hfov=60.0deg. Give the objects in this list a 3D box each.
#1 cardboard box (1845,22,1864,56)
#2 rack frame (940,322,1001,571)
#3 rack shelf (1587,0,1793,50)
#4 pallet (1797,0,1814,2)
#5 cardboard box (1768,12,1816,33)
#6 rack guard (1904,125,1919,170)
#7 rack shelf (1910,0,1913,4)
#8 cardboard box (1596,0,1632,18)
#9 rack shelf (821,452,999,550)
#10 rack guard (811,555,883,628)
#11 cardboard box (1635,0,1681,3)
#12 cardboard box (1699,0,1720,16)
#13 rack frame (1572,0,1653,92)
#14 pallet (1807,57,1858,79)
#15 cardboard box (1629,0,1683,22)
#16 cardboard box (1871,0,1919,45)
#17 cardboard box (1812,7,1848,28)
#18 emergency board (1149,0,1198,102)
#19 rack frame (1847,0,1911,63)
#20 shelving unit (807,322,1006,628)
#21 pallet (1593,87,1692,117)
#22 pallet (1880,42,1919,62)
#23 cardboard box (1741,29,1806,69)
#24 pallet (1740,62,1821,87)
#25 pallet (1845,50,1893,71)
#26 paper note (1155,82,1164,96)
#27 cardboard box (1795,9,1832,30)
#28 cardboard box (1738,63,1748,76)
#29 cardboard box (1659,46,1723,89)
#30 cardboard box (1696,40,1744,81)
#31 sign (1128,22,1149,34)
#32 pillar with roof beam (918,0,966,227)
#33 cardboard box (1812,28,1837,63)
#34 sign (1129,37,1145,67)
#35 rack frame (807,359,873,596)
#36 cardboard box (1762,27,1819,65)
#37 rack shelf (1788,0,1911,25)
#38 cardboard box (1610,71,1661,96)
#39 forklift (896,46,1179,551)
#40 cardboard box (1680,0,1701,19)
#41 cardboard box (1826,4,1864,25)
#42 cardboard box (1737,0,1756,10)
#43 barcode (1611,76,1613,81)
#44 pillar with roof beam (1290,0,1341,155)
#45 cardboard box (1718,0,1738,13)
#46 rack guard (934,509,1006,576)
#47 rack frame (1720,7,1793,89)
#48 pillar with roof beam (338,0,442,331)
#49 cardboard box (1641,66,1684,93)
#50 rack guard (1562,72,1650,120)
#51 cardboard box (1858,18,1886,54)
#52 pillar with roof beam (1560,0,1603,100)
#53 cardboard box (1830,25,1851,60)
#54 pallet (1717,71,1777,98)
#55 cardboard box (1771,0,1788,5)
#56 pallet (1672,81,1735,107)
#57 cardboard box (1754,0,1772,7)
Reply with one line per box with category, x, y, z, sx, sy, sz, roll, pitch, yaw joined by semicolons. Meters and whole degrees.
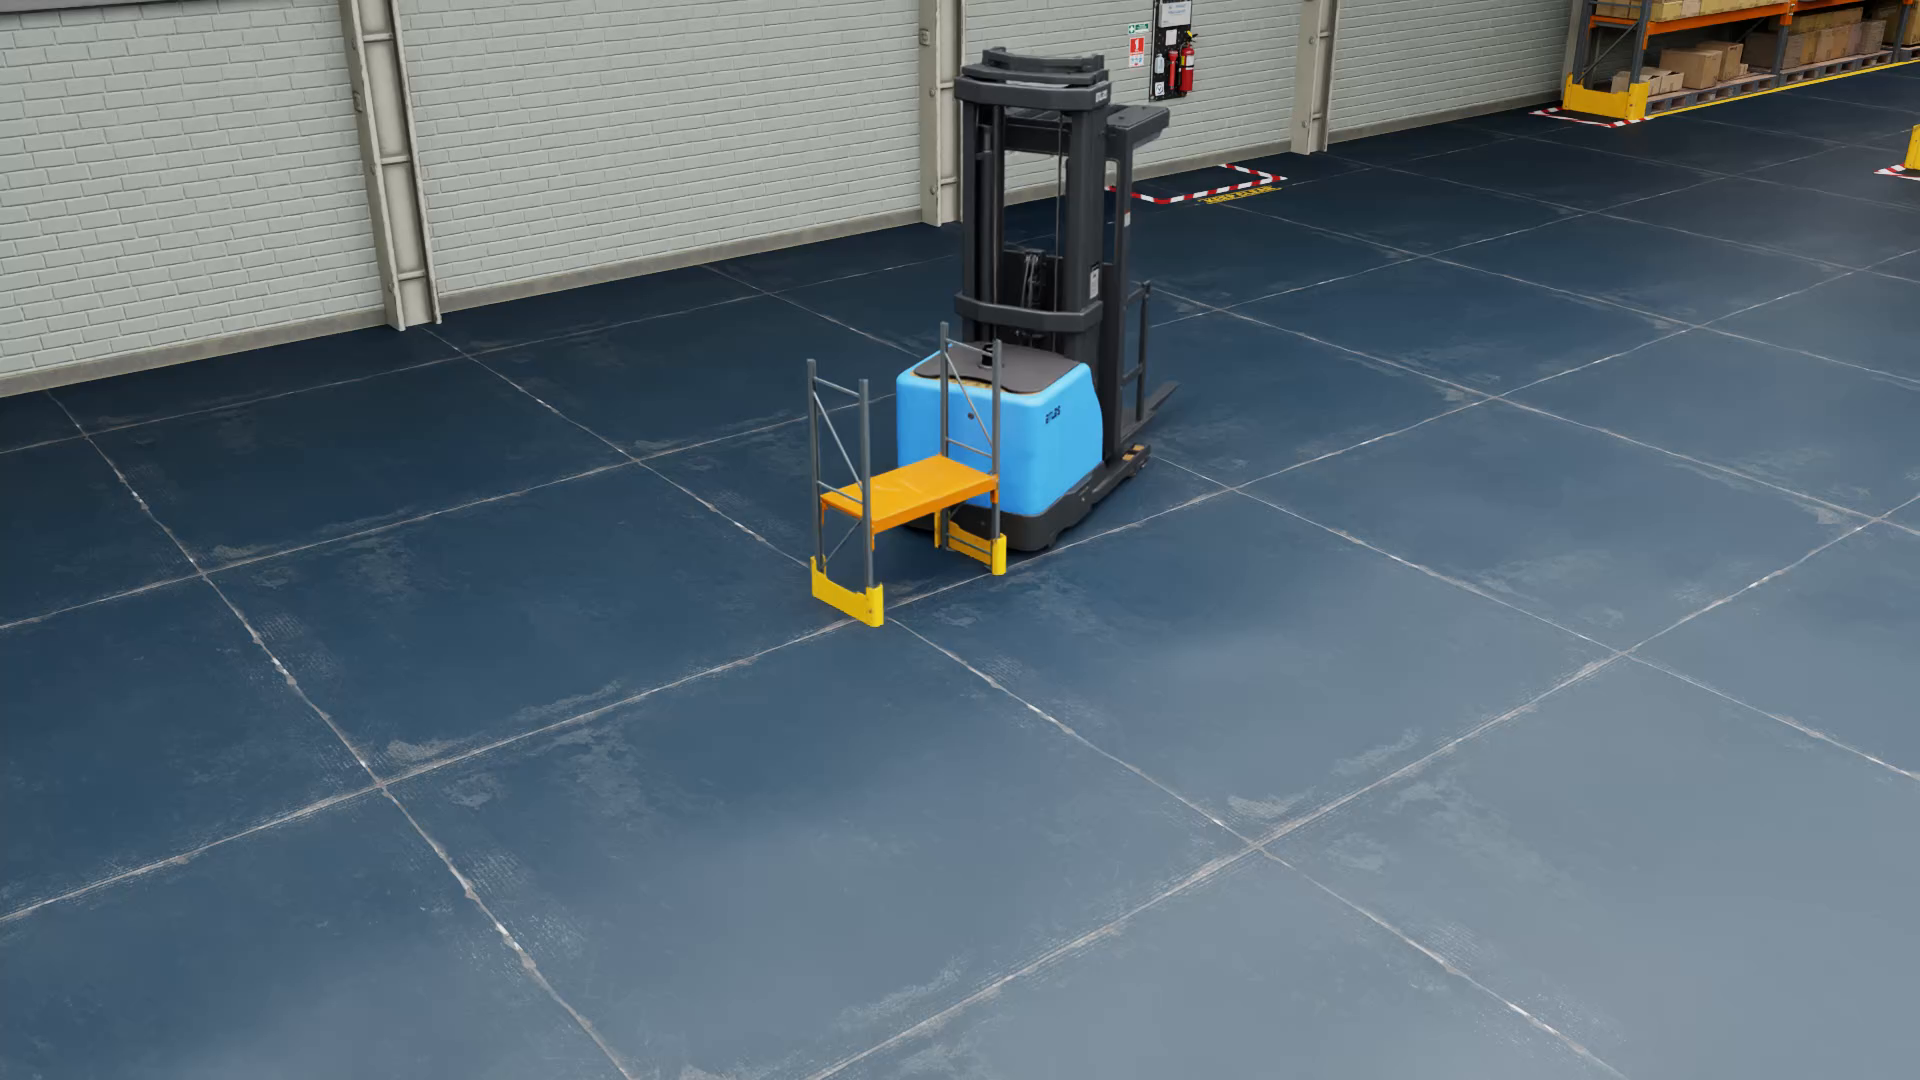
cardboard box;14.522;-8.367;27.662;0.500;0.500;0.700;-18;31;-34
rack frame;0.061;-0.556;10.166;0.032;1.500;0.500;-21;32;-38
rack shelf;10.812;-7.716;24.667;4.000;0.370;1.077;-18;31;-34
pallet;13.077;-8.625;25.999;1.213;0.211;1.003;-18;31;-34
cardboard box;13.300;-8.280;26.583;0.500;0.250;0.500;-19;31;-35
rack guard;12.279;-4.743;20.375;0.348;0.500;1.175;-18;31;-34
rack shelf;17.108;-9.794;29.145;4.000;0.370;1.077;-18;31;-34
cardboard box;9.487;-7.649;23.823;0.500;0.250;0.500;-18;30;-33
rack shelf;-0.311;-0.246;9.927;1.000;0.185;0.538;-21;32;-38
rack guard;-0.668;0.298;9.811;0.087;0.250;0.587;-21;32;-38
cardboard box;9.800;-7.828;23.318;0.500;0.500;0.500;-18;31;-34
cardboard box;10.623;-7.755;24.052;0.500;0.250;0.500;-19;31;-35
rack frame;9.239;-7.523;23.396;0.127;3.000;1.000;-18;31;-34
pallet;13.959;-7.818;27.345;1.213;0.211;1.003;-18;31;-34
cardboard box;9.819;-7.485;23.470;0.500;0.250;0.500;-19;31;-35
cardboard box;16.194;-8.964;28.556;0.750;0.750;0.750;-19;31;-35
cardboard box;14.111;-8.540;27.144;0.500;0.250;0.500;-18;31;-34
emergency board;2.566;-5.803;19.691;0.643;1.169;0.194;-18;31;-34
rack frame;15.534;-9.601;27.874;0.127;3.000;1.000;-18;31;-34
shelving unit;-0.304;-0.412;9.857;1.083;1.500;0.587;-21;32;-38
pallet;9.960;-6.477;24.455;1.213;0.211;1.003;-18;31;-34
pallet;16.201;-8.516;28.848;1.213;0.211;1.003;-18;31;-34
cardboard box;12.955;-7.824;26.492;0.500;0.500;0.700;-17;30;-32
pallet;12.998;-7.500;26.659;1.213;0.211;1.003;-18;31;-34
pallet;14.918;-8.133;28.025;1.213;0.211;1.003;-18;31;-34
paper note;2.384;-5.381;19.827;0.142;0.148;0.016;-18;31;-34
cardboard box;13.707;-8.416;26.877;0.500;0.250;0.500;-19;31;-35
cardboard box;11.984;-7.327;25.818;0.380;0.166;0.250;22;33;39
cardboard box;10.895;-7.060;24.847;0.500;0.500;0.700;-21;32;-37
cardboard box;11.594;-7.345;25.459;0.500;0.500;0.500;-21;32;-38
sign;2.076;-5.949;19.332;0.331;0.109;0.001;-18;31;-34
pillar with roof beam;2.469;-6.169;13.353;0.400;9.000;9.100;-18;31;-34
cardboard box;13.757;-8.094;27.074;0.500;0.500;0.700;-18;30;-33
sign;2.067;-5.710;19.448;0.234;0.329;0.001;-18;31;-34
rack frame;-0.682;-0.264;9.536;0.032;1.500;0.500;-21;32;-38
cardboard box;13.331;-7.975;26.817;0.500;0.500;0.700;-19;31;-35
rack shelf;13.960;-8.755;26.906;4.000;0.370;1.077;-18;31;-34
cardboard box;9.839;-6.653;24.193;0.500;0.311;0.500;-23;33;-40
forklift;0.705;-1.846;11.246;1.130;2.935;3.031;12;28;25
cardboard box;10.218;-7.625;23.771;0.500;0.250;0.500;-19;31;-36
cardboard box;14.512;-8.675;27.435;0.500;0.250;0.500;-18;30;-33
cardboard box;11.417;-8.017;24.615;0.500;0.250;0.500;-18;31;-34
barcode;9.606;-6.794;24.486;0.075;0.075;0.001;-18;31;-34
pillar with roof beam;7.191;-7.728;16.711;0.400;9.000;9.100;-18;31;-34
cardboard box;11.022;-7.886;24.333;0.500;0.250;0.500;-18;30;-34
rack guard;0.060;0.012;10.428;0.087;0.250;0.587;-21;32;-38
rack frame;12.386;-8.562;25.635;0.127;3.000;1.000;-18;31;-34
pillar with roof beam;-2.252;-4.610;9.995;0.400;9.000;9.100;-18;31;-34
cardboard box;10.287;-6.801;24.512;0.500;0.311;0.500;-15;29;-30
rack guard;9.298;-6.409;23.965;0.348;0.500;1.175;-18;31;-34
cardboard box;15.000;-8.462;27.867;0.500;0.500;0.700;-18;30;-33
pillar with roof beam;11.912;-9.286;20.070;0.400;9.000;9.100;-18;31;-34
cardboard box;14.149;-8.229;27.364;0.500;0.500;0.700;-18;31;-34
pallet;11.880;-7.111;25.821;1.213;0.211;1.003;-18;31;-34
cardboard box;12.201;-8.279;25.181;0.500;0.250;0.500;-18;30;-34
pallet;10.919;-6.792;25.134;1.213;0.211;1.003;-18;31;-34
cardboard box;11.803;-8.153;24.908;0.500;0.250;0.500;-18;30;-34
